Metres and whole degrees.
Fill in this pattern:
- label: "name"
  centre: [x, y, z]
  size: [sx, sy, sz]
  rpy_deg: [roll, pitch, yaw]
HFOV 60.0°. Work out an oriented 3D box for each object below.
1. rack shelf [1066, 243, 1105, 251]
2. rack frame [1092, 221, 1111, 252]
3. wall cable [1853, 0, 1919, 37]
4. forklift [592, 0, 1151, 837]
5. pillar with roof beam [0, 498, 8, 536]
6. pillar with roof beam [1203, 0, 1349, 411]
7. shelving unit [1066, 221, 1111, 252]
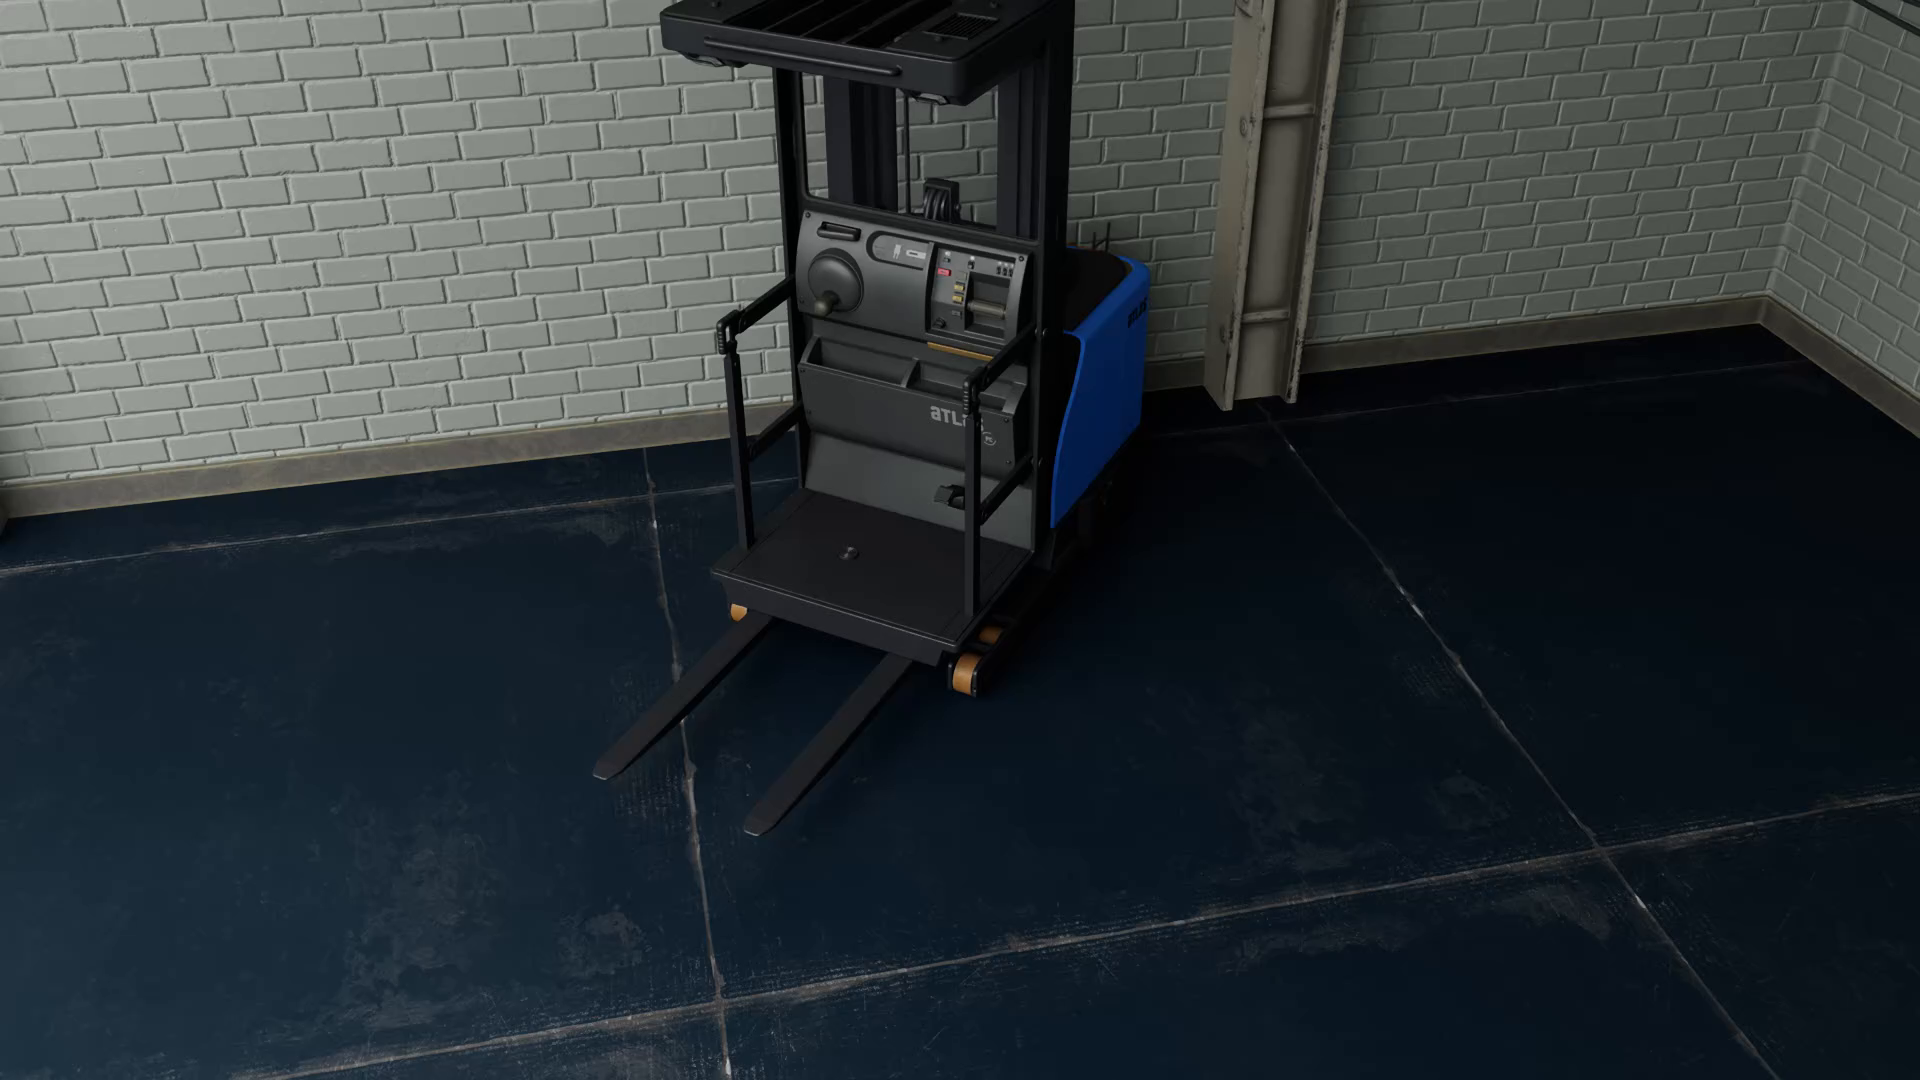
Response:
- label: "rack shelf"
  centre: [0.514, -1.209, 7.604]
  size: [0.240, 0.259, 0.215]
  rpy_deg: [15, 30, 21]
- label: "rack frame"
  centre: [0.612, -0.940, 7.691]
  size: [0.008, 1.050, 0.200]
  rpy_deg: [15, 30, 21]
- label: "wall cable"
  centre: [4.617, -2.836, 6.187]
  size: [0.112, 2.526, 3.097]
  rpy_deg: [-7, 35, -11]
- label: "forklift"
  centre: [-0.280, -0.905, 5.968]
  size: [1.130, 2.935, 3.031]
  rpy_deg: [16, 37, 22]
- label: "pillar with roof beam"
  centre: [-3.451, -1.404, 1.267]
  size: [0.400, 9.000, 9.100]
  rpy_deg: [-7, 35, -11]
- label: "pillar with roof beam"
  centre: [2.402, -2.142, 2.366]
  size: [0.400, 9.000, 9.100]
  rpy_deg: [-7, 35, -11]
- label: "shelving unit"
  centre: [0.501, -0.969, 7.734]
  size: [0.252, 1.050, 0.215]
  rpy_deg: [15, 30, 21]
